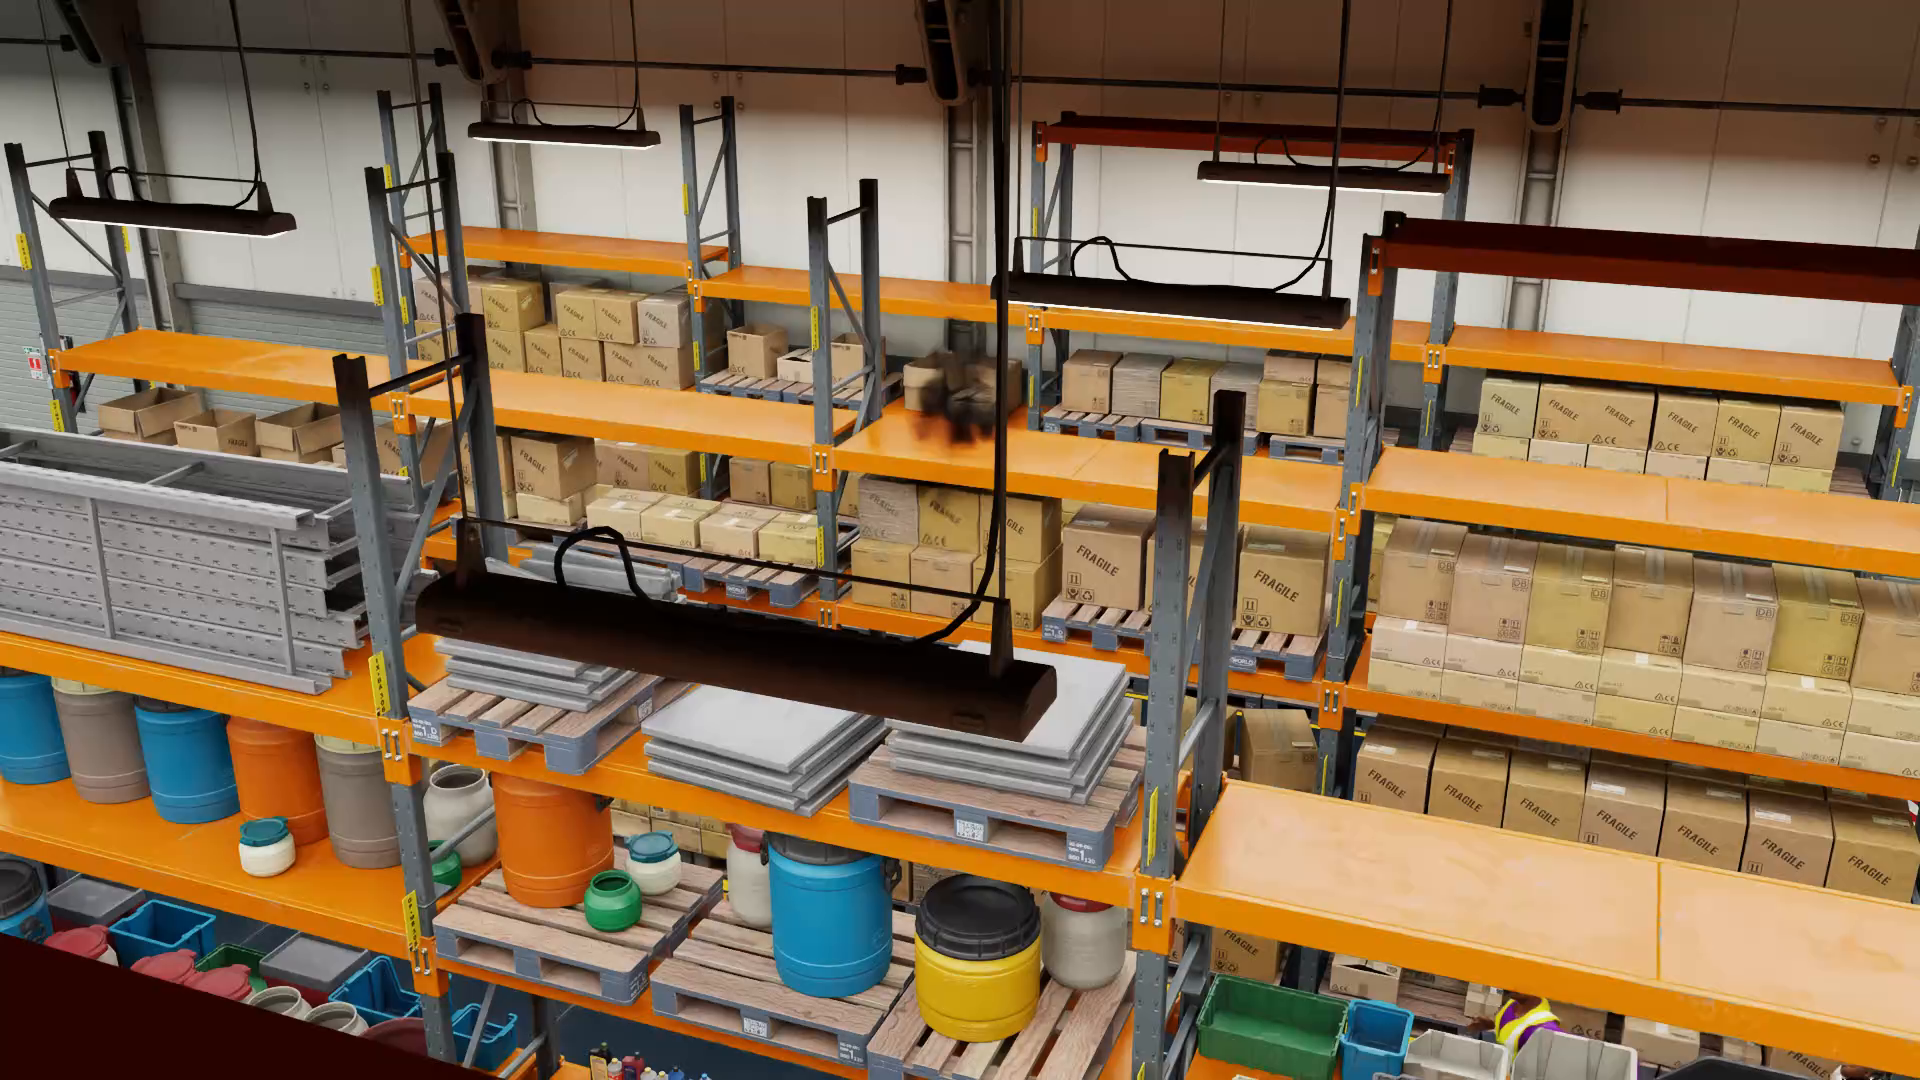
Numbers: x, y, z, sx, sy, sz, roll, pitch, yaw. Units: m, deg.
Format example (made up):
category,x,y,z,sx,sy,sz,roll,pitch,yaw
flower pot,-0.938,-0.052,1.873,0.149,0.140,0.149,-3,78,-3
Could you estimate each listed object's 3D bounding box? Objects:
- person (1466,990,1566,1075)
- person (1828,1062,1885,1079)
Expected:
category,x,y,z,sx,sy,sz,roll,pitch,yaw
person,3.621,3.480,10.728,0.925,1.783,0.682,5,21,13
person,5.535,3.797,10.171,0.816,1.710,0.629,-1,21,-2
